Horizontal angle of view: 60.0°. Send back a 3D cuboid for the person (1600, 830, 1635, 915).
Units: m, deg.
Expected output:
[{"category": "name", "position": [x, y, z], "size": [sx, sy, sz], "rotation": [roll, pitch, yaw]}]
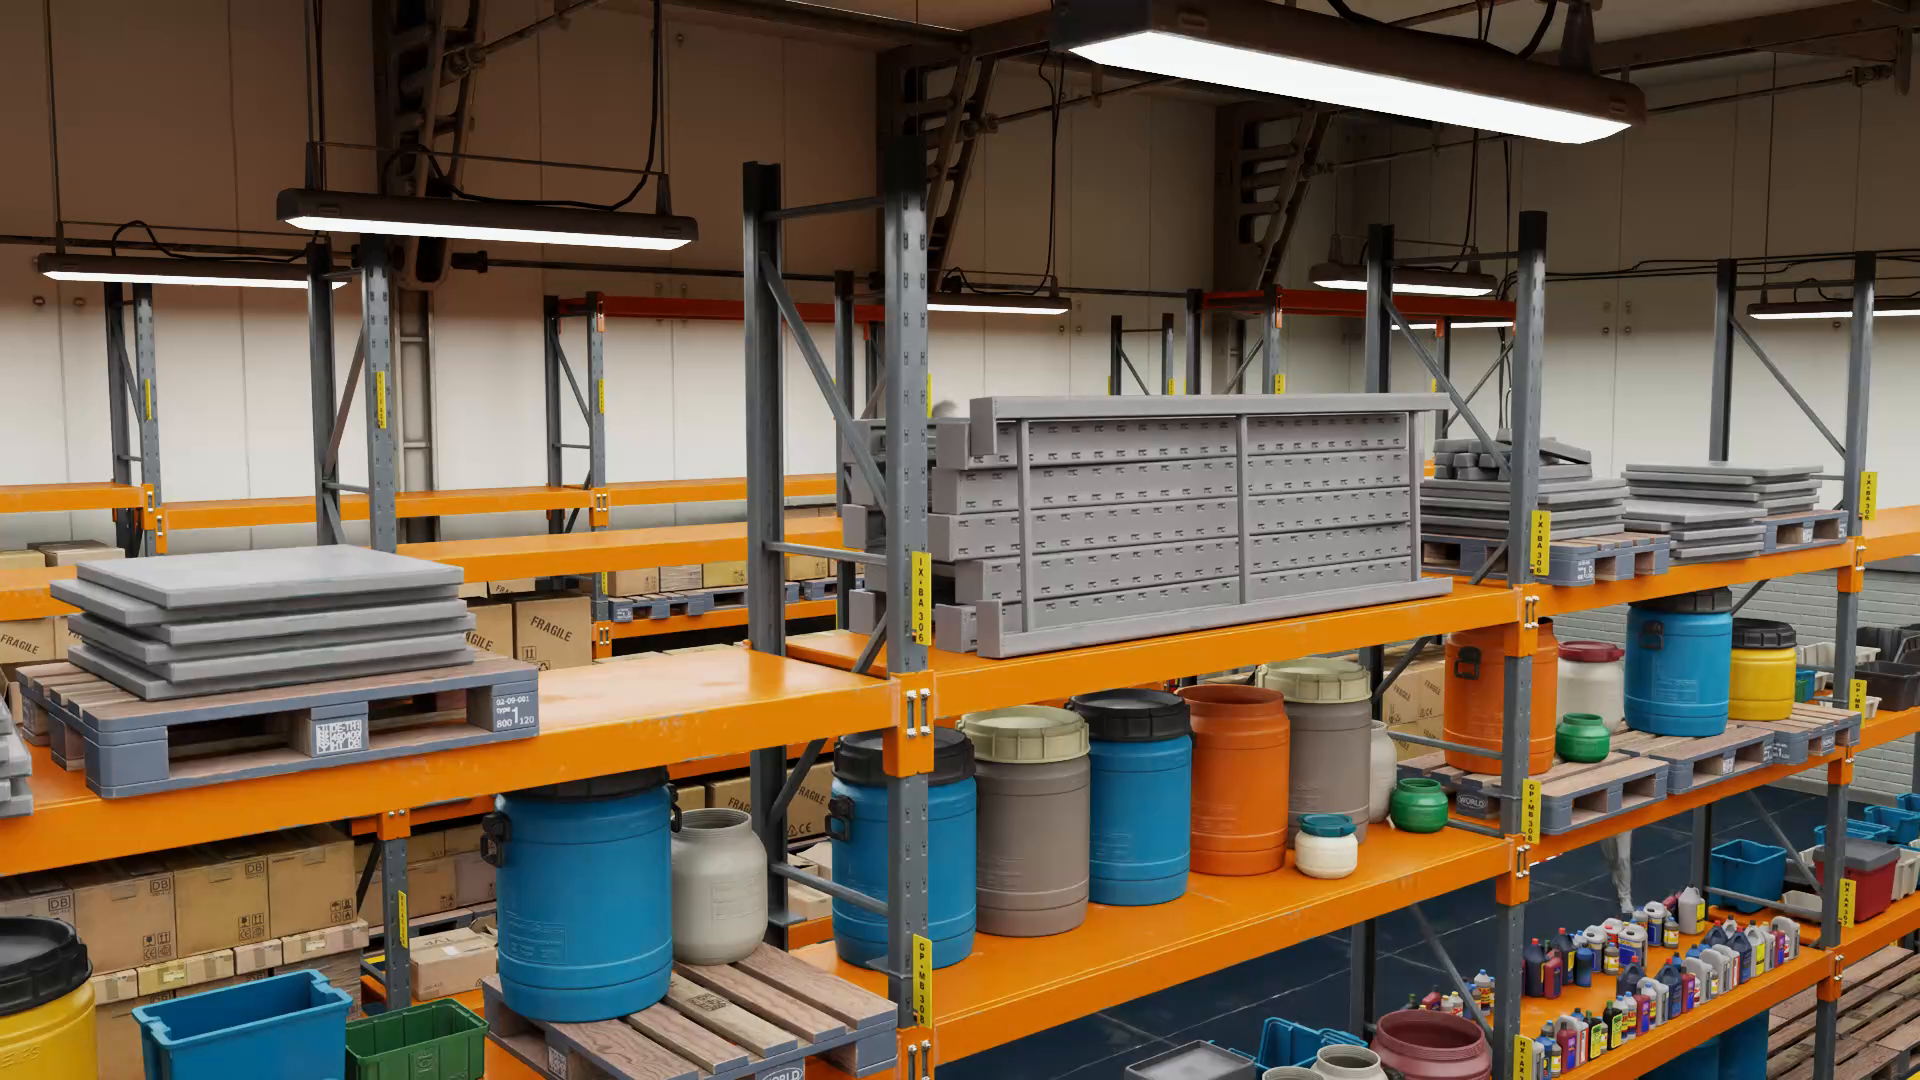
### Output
[{"category": "person", "position": [6.425, 2.757, 16.492], "size": [0.647, 1.663, 0.879], "rotation": [2, 6, 17]}]
